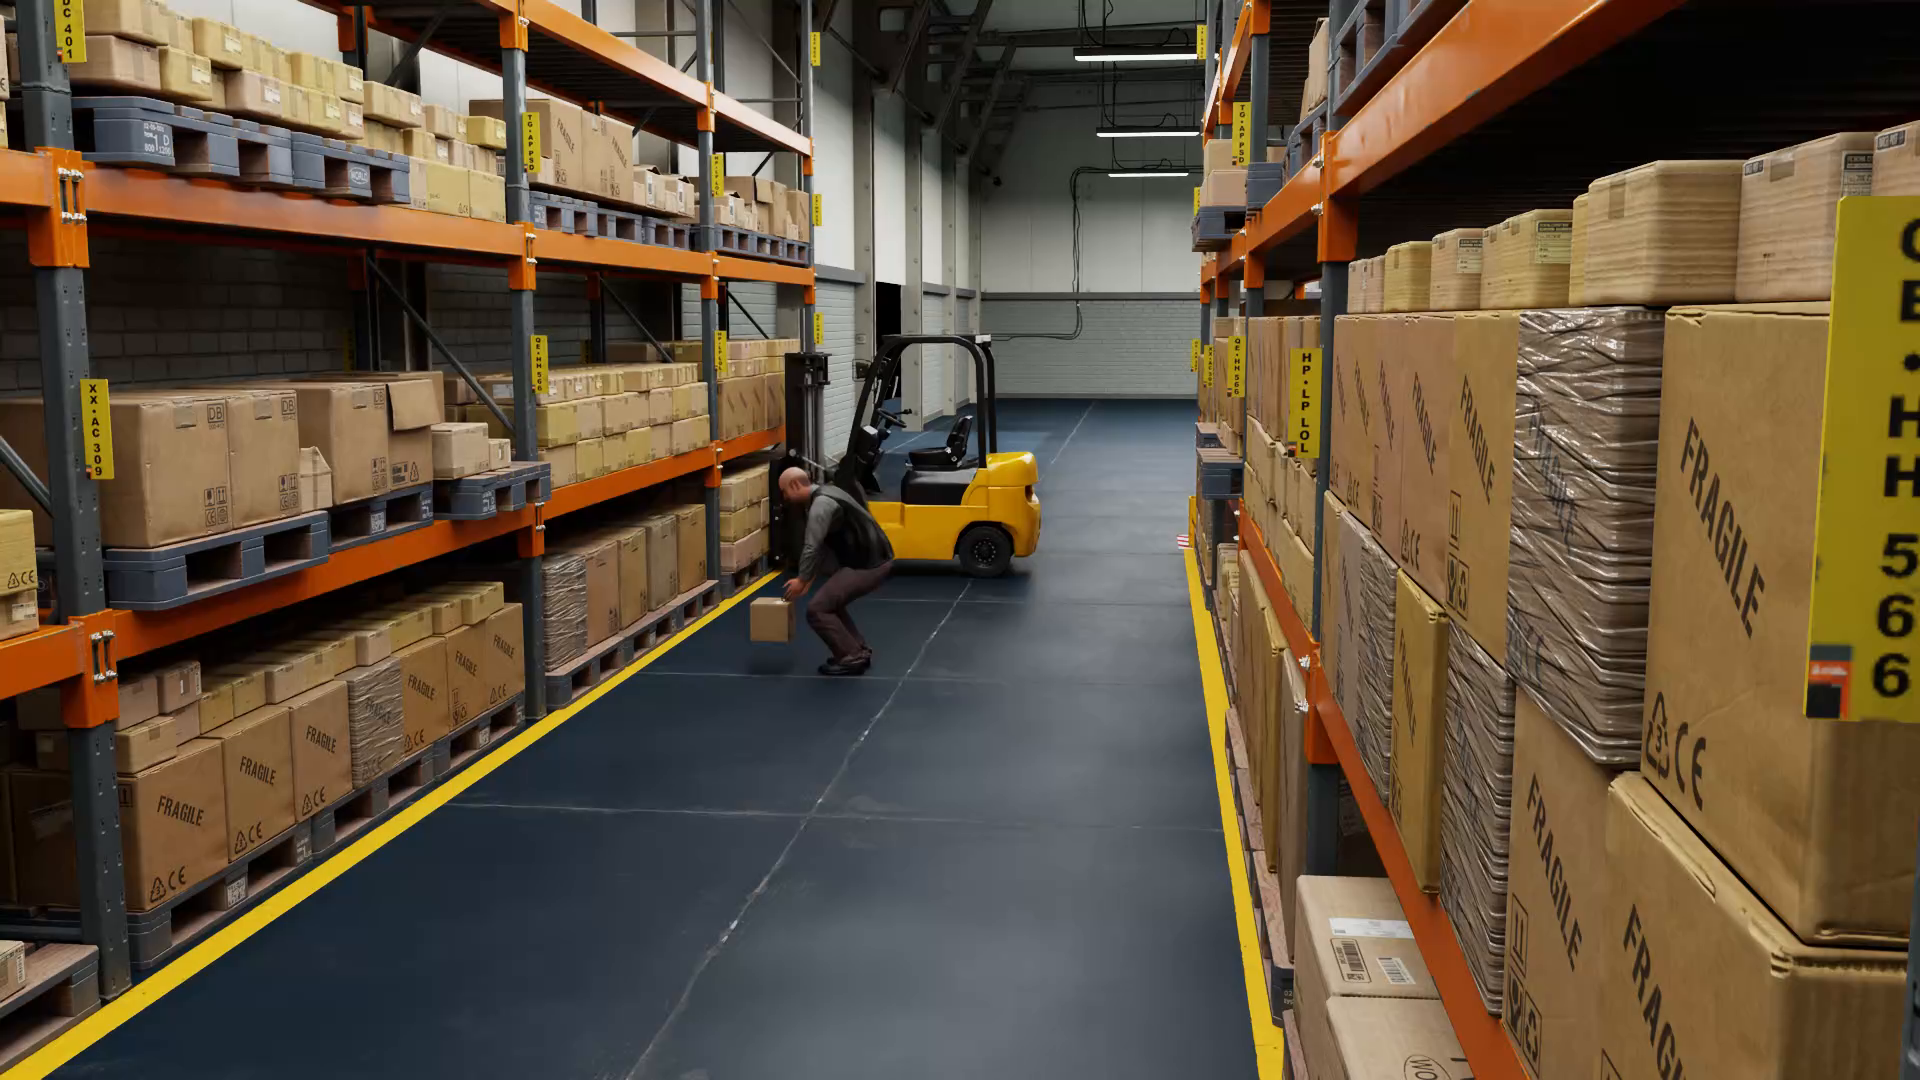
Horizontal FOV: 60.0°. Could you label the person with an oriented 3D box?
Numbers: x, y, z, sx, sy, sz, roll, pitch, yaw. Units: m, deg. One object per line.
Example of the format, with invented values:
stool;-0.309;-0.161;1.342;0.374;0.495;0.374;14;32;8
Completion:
person;-0.809;0.249;10.865;0.740;1.238;0.591;1;8;6
